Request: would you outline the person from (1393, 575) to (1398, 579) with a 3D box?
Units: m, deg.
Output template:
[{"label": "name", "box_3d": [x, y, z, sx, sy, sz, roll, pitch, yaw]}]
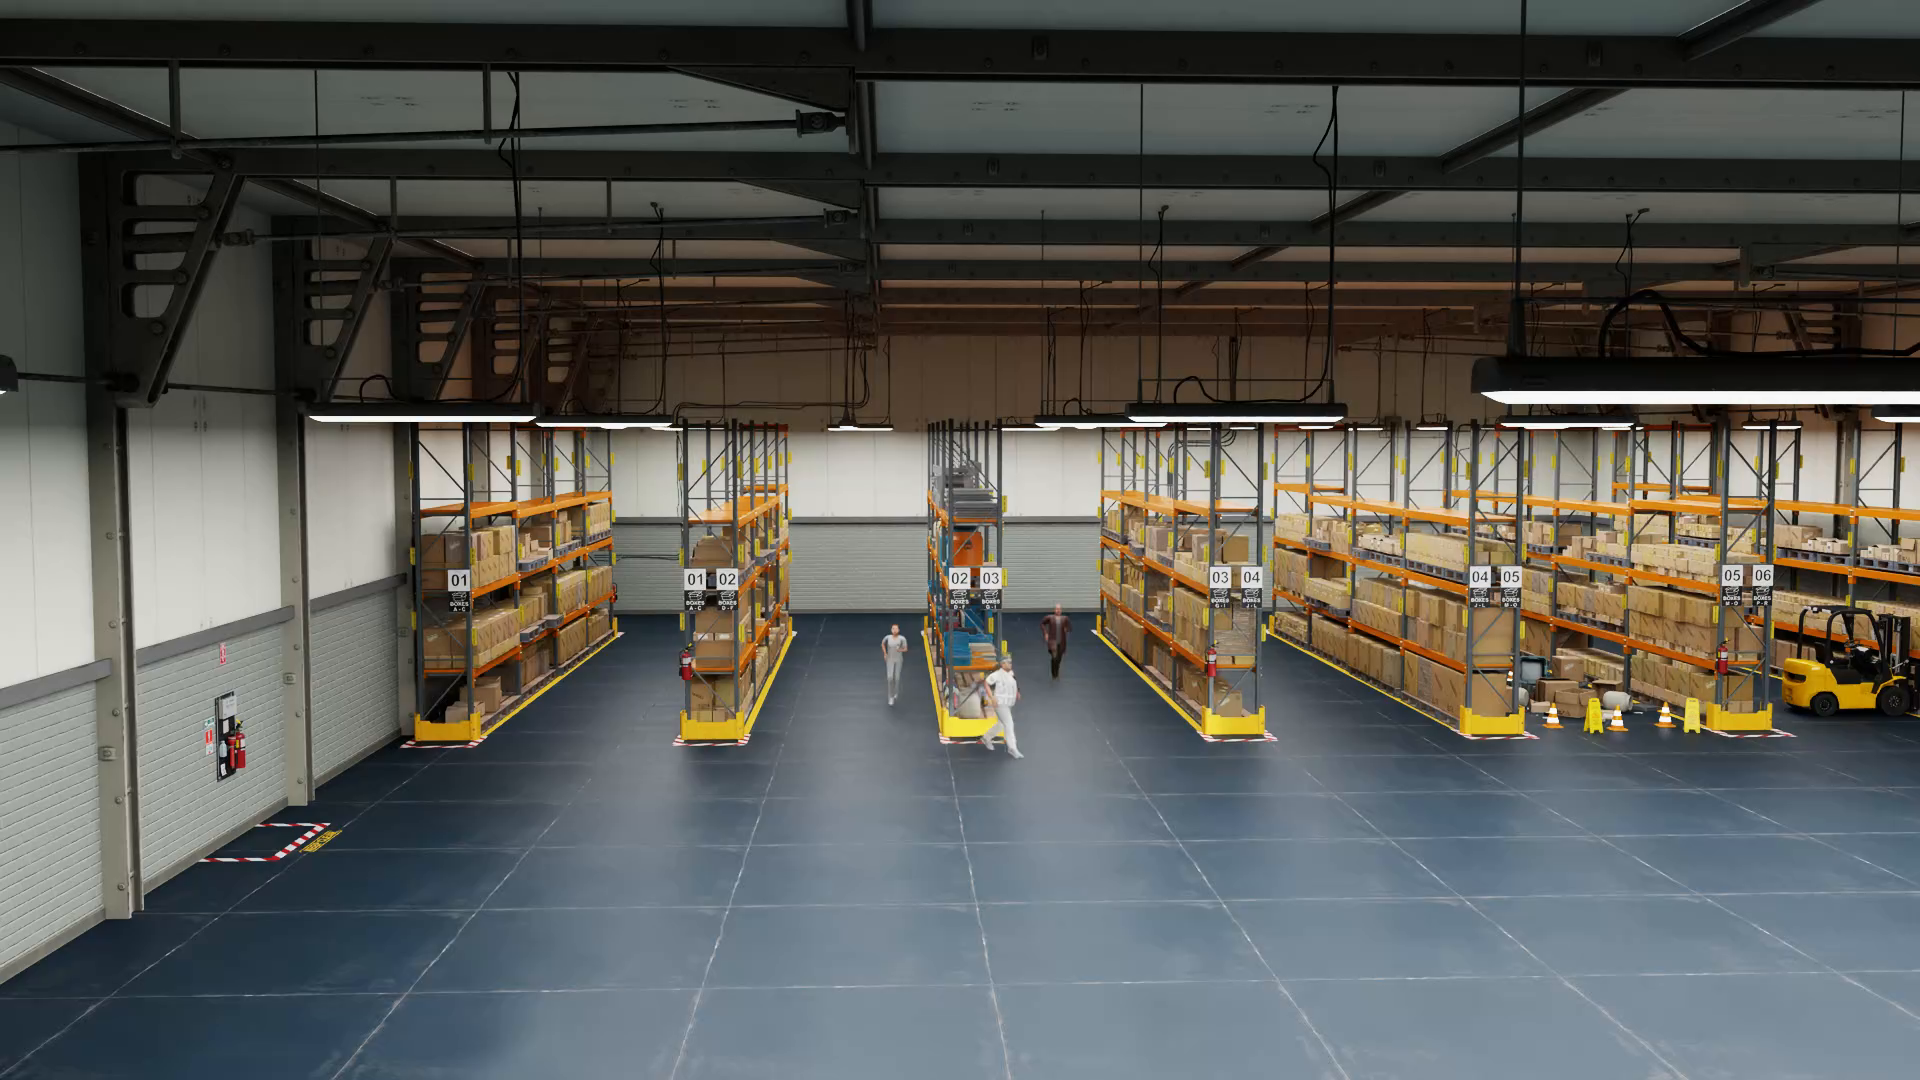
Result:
[{"label": "person", "box_3d": [12.943, 1.766, 49.257, 0.592, 1.637, 0.615, 0, 4, 4]}]

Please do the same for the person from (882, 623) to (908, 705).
[{"label": "person", "box_3d": [-1.386, 2.624, 35.376, 0.550, 1.729, 0.780, 0, 4, -4]}]

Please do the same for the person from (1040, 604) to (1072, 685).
[{"label": "person", "box_3d": [2.224, 2.401, 38.194, 0.687, 1.836, 0.879, -1, 4, -13]}]

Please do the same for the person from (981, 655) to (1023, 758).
[{"label": "person", "box_3d": [0.772, 2.941, 29.691, 0.934, 1.809, 0.679, 2, 4, 30]}]
